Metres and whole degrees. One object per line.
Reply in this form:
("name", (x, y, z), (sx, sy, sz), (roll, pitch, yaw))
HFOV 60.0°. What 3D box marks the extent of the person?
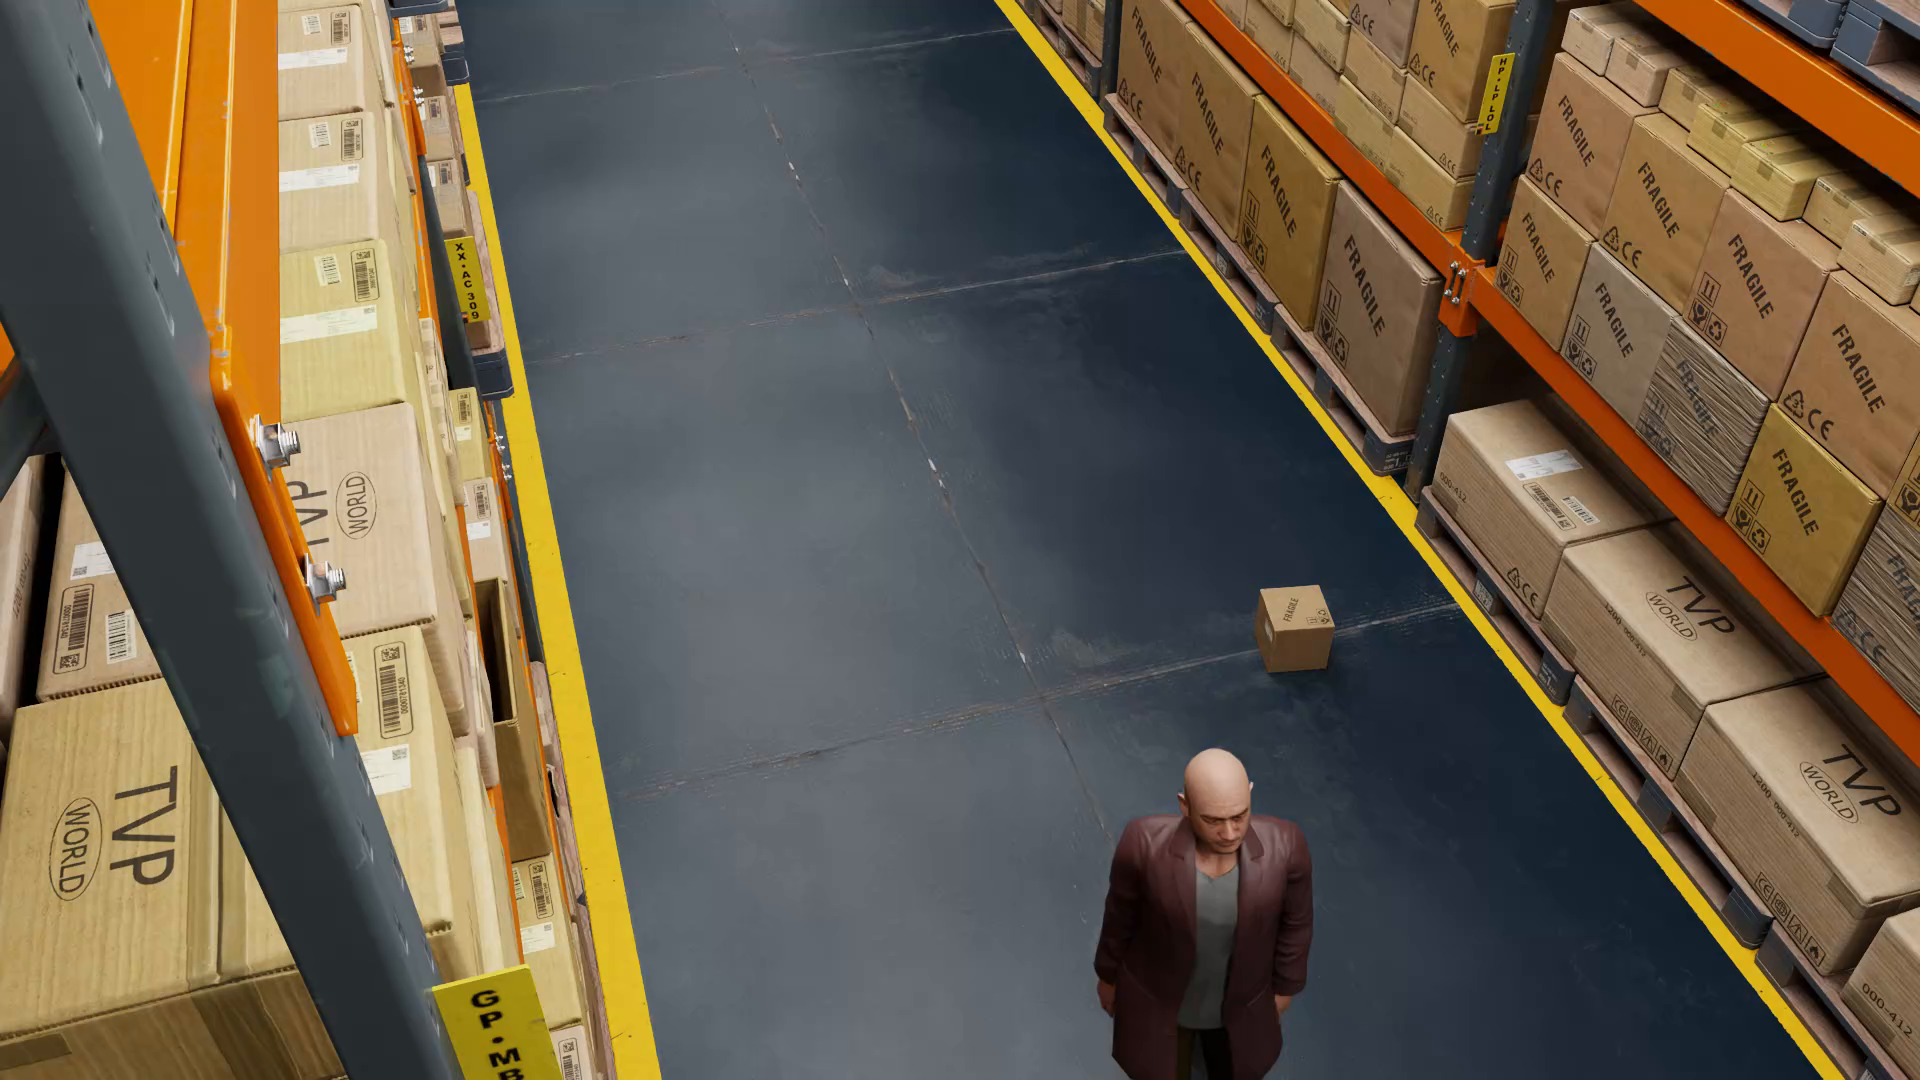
("person", (0.686, 1.238, 4.773), (0.602, 1.751, 0.784), (1, 42, 1))
